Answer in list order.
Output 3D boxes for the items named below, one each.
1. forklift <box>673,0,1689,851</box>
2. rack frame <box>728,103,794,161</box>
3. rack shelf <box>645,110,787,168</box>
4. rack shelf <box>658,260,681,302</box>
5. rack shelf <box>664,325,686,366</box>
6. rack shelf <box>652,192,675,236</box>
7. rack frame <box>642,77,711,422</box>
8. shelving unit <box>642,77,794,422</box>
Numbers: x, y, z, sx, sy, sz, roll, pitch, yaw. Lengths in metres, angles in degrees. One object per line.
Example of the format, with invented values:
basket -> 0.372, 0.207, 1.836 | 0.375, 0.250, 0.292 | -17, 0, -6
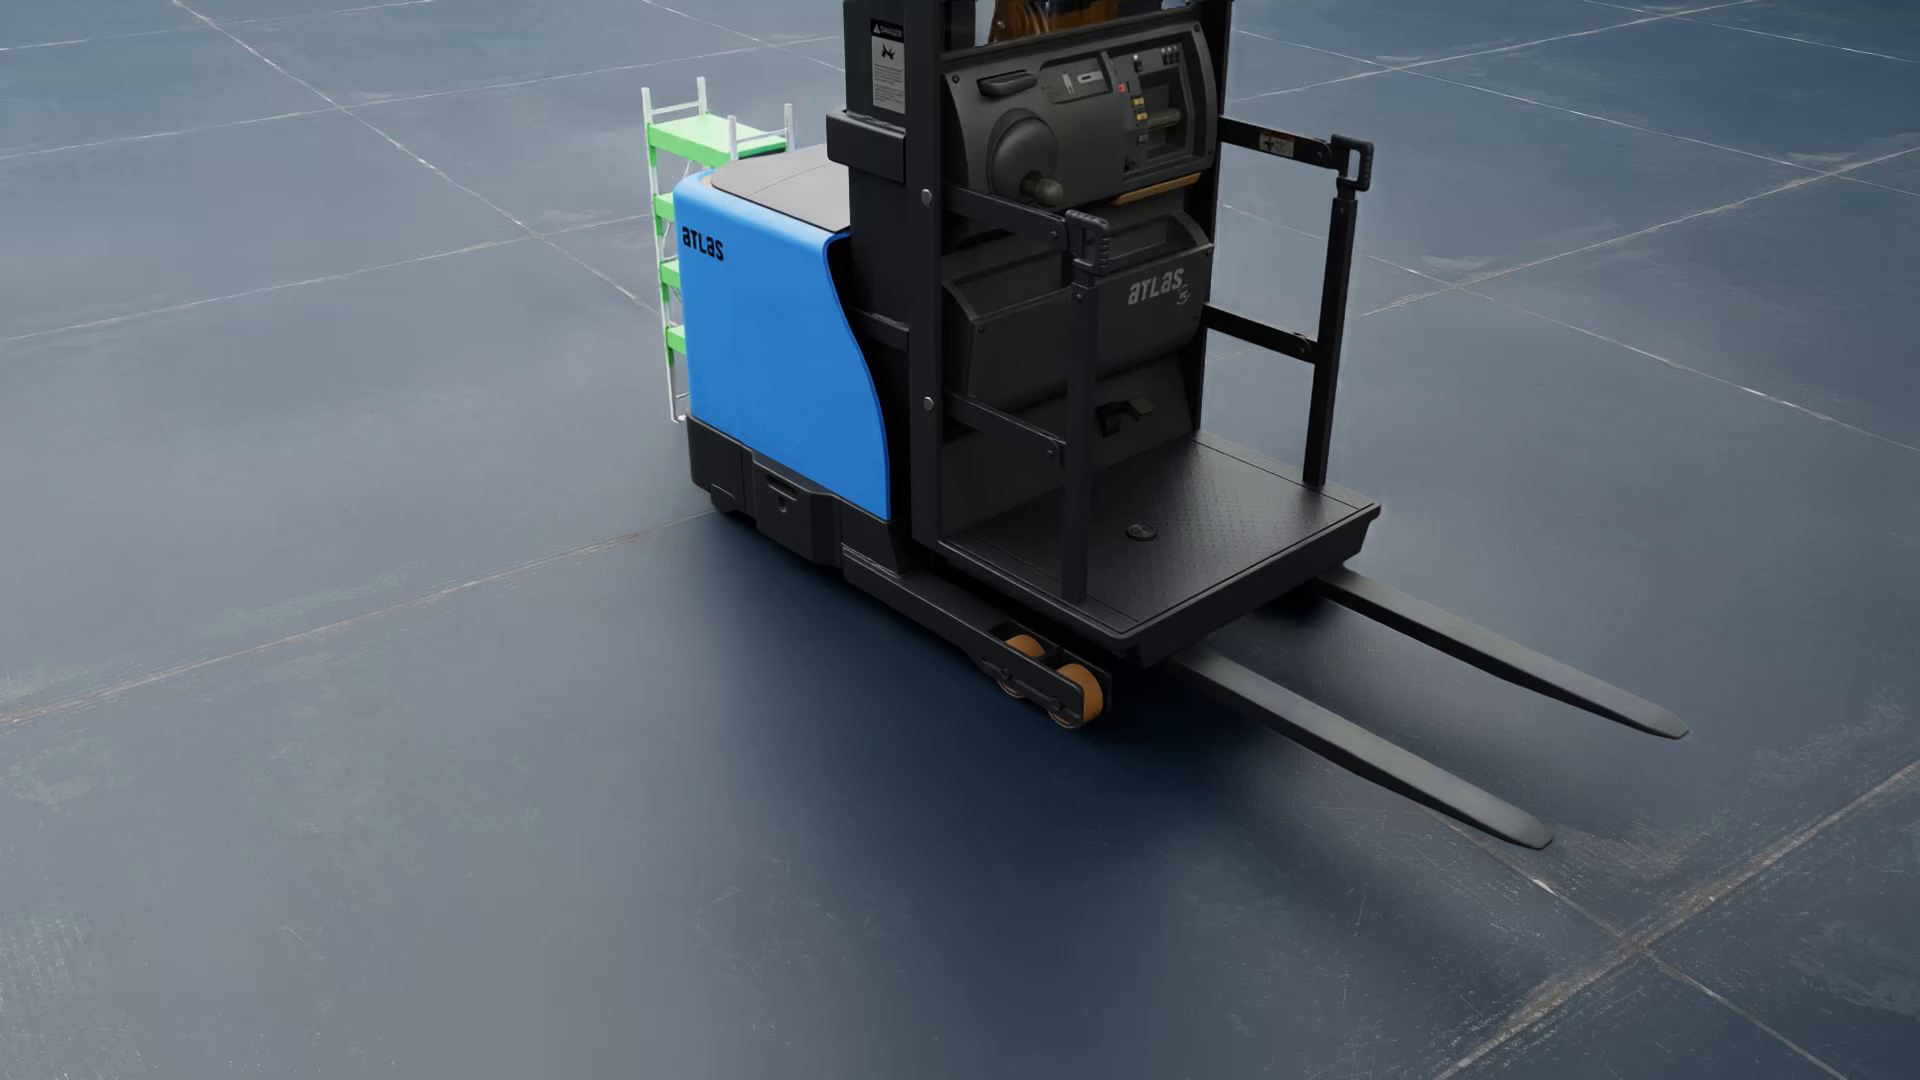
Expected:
forklift -> 0.475, -1.072, 4.152 | 1.130, 2.935, 3.031 | -23, 36, -36
rack frame -> -0.627, -0.823, 5.509 | 0.240, 1.200, 0.015 | -23, 36, -36
rack shelf -> -0.791, -1.275, 5.469 | 0.258, 0.148, 0.480 | -23, 36, -36
rack shelf -> -0.791, -0.853, 5.698 | 0.258, 0.148, 0.480 | -23, 36, -36
rack shelf -> -0.791, -0.643, 5.813 | 0.258, 0.148, 0.480 | -23, 36, -36
rack shelf -> -0.791, -1.064, 5.584 | 0.258, 0.148, 0.480 | -23, 36, -36
rack frame -> -0.955, -0.996, 5.827 | 0.240, 1.200, 0.015 | -23, 36, -36
shelving unit -> -0.791, -0.910, 5.668 | 0.258, 1.200, 0.503 | -23, 36, -36
